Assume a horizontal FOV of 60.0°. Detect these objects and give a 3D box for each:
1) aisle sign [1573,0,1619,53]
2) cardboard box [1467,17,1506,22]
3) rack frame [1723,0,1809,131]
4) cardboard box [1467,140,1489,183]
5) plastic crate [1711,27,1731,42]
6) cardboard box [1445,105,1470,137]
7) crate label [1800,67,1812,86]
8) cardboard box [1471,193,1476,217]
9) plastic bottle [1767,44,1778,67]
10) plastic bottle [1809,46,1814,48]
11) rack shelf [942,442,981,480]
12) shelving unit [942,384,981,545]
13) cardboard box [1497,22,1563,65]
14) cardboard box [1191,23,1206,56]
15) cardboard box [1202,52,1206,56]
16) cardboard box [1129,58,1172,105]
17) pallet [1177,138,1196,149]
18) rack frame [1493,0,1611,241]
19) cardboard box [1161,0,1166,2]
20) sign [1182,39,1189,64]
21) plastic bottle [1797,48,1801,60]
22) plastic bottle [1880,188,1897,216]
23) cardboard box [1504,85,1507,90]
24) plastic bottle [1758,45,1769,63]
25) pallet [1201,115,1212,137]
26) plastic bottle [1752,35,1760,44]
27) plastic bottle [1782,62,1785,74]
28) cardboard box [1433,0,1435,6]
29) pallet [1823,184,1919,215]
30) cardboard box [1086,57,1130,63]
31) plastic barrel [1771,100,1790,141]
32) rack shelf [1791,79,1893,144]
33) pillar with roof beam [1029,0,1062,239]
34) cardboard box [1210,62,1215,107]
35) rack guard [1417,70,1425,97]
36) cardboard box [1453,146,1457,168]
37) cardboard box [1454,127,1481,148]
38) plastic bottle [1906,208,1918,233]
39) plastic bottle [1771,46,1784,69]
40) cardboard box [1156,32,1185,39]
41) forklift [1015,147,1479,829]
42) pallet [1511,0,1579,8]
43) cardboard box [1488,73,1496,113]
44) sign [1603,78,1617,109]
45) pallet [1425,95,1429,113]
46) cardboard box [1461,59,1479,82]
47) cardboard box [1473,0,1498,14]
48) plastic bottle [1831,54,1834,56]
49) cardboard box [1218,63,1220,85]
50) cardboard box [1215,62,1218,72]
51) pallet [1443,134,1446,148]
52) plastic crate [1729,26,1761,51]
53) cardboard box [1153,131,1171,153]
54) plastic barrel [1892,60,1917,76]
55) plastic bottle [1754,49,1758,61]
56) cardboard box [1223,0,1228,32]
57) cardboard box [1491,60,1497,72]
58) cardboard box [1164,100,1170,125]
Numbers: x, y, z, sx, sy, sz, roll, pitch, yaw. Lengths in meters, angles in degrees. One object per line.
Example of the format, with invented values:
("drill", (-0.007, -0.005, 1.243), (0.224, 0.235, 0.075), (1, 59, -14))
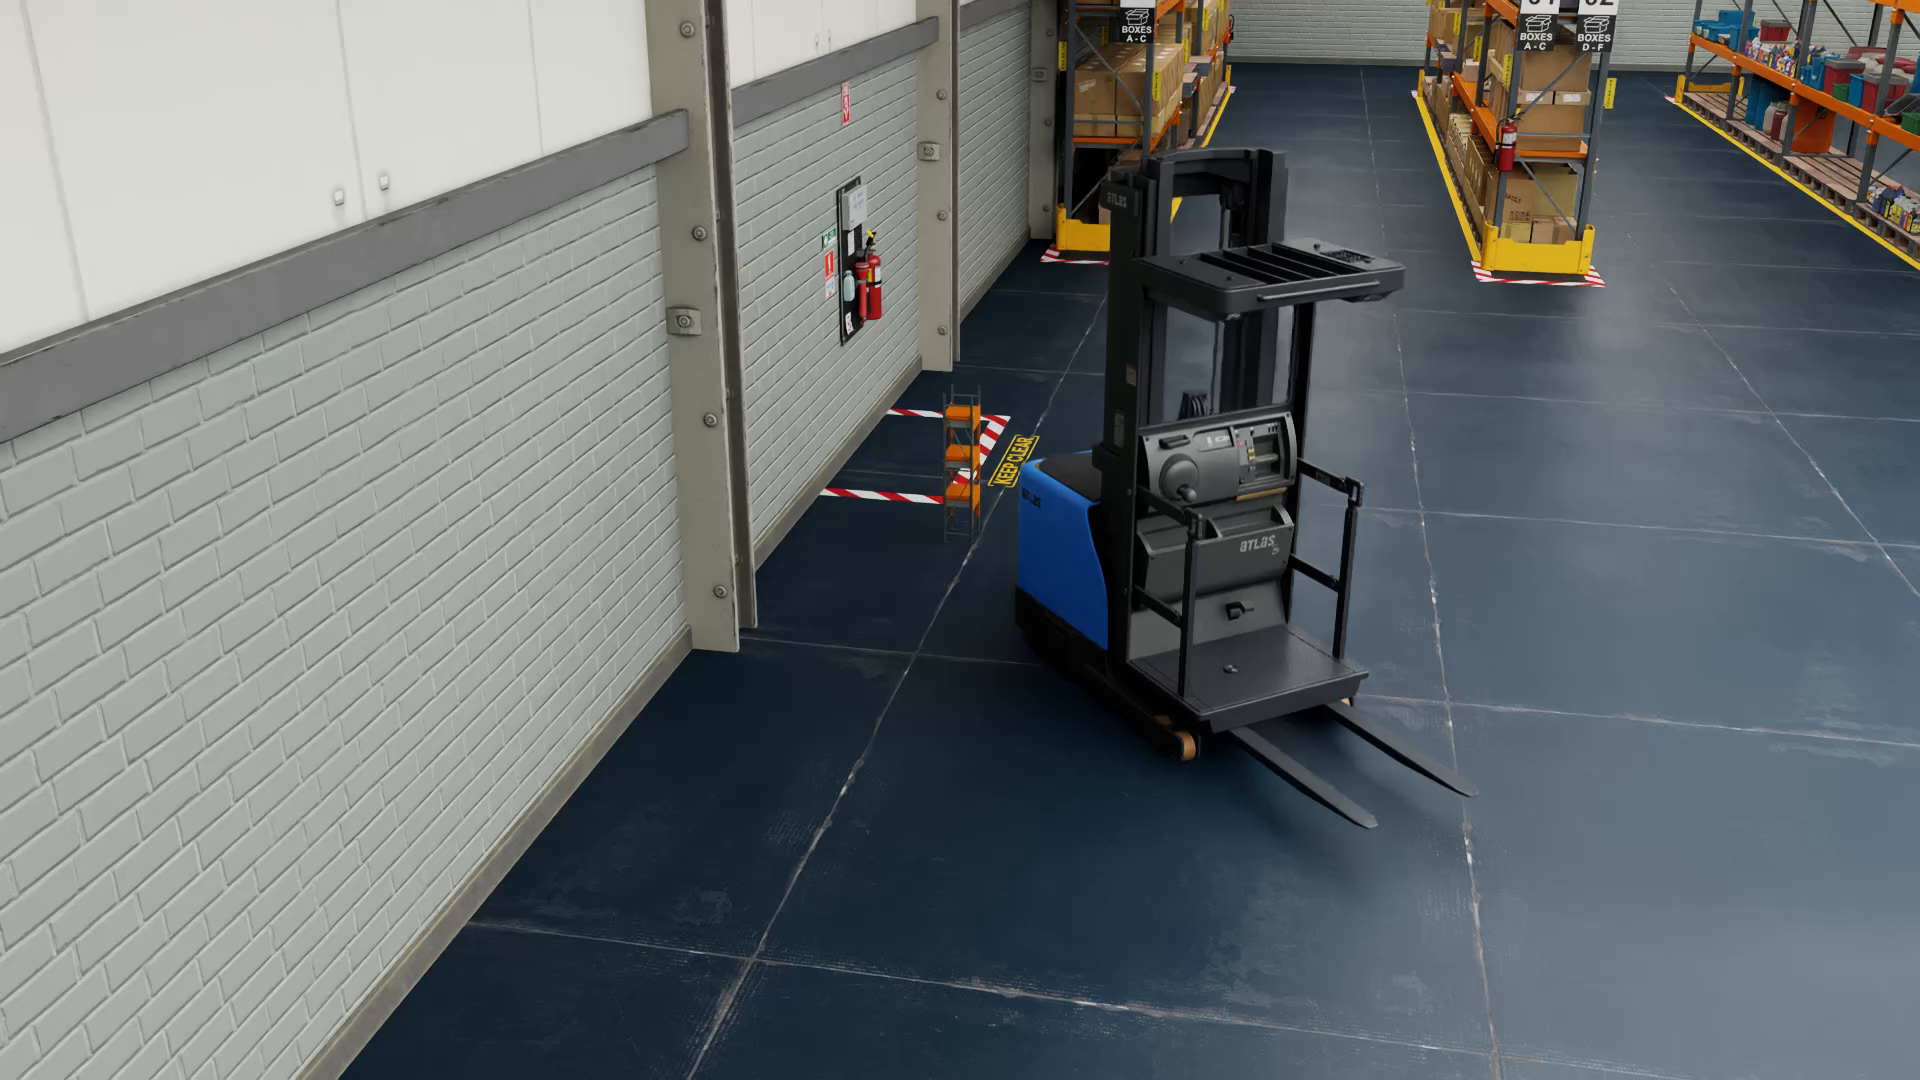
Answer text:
("aisle sign", (6.873, -5.667, 17.930), (0.394, 0.787, 0.004), (4, 22, 11))
("cardboard box", (8.611, -8.235, 27.089), (0.700, 0.500, 0.500), (9, 24, 21))
("rack frame", (13.883, -8.518, 28.490), (1.000, 3.000, 0.127), (4, 22, 11))
("cardboard box", (6.907, -4.910, 21.644), (0.500, 0.500, 0.500), (4, 22, 11))
("plastic crate", (13.997, -9.275, 30.512), (0.416, 0.233, 0.300), (4, 22, 11))
("cardboard box", (8.180, -6.839, 27.077), (0.500, 0.500, 0.500), (5, 23, 13))
("crate label", (12.614, -6.852, 24.577), (0.303, 0.233, 0.416), (4, 22, 11))
("cardboard box", (6.701, -4.196, 20.876), (0.500, 0.250, 0.500), (4, 22, 11))
("plastic bottle", (13.104, -7.803, 26.778), (0.144, 0.351, 0.185), (4, 22, 11))
("plastic bottle", (13.942, -7.974, 27.304), (0.152, 0.276, 0.135), (4, 22, 11))
("rack shelf", (0.011, -0.497, 11.210), (0.215, 0.259, 0.240), (4, 22, 11))
("shelving unit", (0.011, -0.507, 11.206), (0.215, 1.050, 0.252), (4, 22, 11))
("cardboard box", (7.216, -6.272, 21.042), (0.700, 0.500, 0.500), (4, 22, 11))
("cardboard box", (3.718, -8.163, 27.047), (0.500, 0.500, 0.500), (5, 22, 13))
("cardboard box", (3.860, -7.989, 27.483), (0.380, 0.149, 0.250), (5, 23, 13))
("cardboard box", (2.350, -5.693, 20.644), (0.500, 0.500, 0.500), (4, 22, 9))
("pallet", (3.208, -6.232, 26.544), (1.003, 0.211, 1.213), (4, 22, 11))
("rack frame", (6.586, -4.509, 18.534), (1.000, 3.000, 0.127), (4, 22, 11))
("cardboard box", (2.194, -6.629, 19.622), (0.500, 0.500, 0.500), (6, 23, 14))
("sign", (3.085, -6.711, 22.843), (0.100, 0.325, 0.005), (4, 22, 11))
("plastic bottle", (13.816, -7.975, 27.312), (0.097, 0.271, 0.097), (0, 22, 0))
("plastic bottle", (11.642, -4.235, 20.812), (0.144, 0.351, 0.185), (4, 22, 9))
("cardboard box", (6.741, -5.484, 19.953), (0.380, 0.149, 0.250), (5, 22, 12))
("plastic bottle", (13.227, -7.982, 27.324), (0.152, 0.276, 0.135), (4, 22, 11))
("pallet", (3.854, -7.245, 29.060), (1.003, 0.211, 1.213), (4, 22, 11))
("plastic bottle", (13.486, -8.377, 28.204), (0.144, 0.351, 0.185), (4, 22, 11))
("plastic bottle", (12.880, -7.376, 25.919), (0.097, 0.201, 0.097), (0, 22, 0))
("cardboard box", (9.403, -10.537, 32.028), (0.500, 0.500, 0.500), (5, 22, 11))
("pallet", (12.373, -4.589, 22.466), (1.003, 0.211, 1.213), (4, 22, 11))
("cardboard box", (1.838, -5.734, 20.746), (0.500, 0.500, 0.500), (4, 22, 9))
("plastic barrel", (13.381, -6.725, 26.702), (0.600, 0.588, 0.708), (4, 22, 11))
("rack shelf", (12.659, -5.990, 23.176), (1.077, 0.370, 4.000), (4, 22, 11))
("pillar with roof beam", (5.247, -7.662, 18.332), (9.100, 9.000, 0.400), (4, 22, 11))
("cardboard box", (4.179, -8.224, 30.073), (0.750, 0.750, 0.750), (5, 22, 12))
("rack guard", (9.836, -9.173, 33.461), (1.175, 0.500, 0.348), (4, 22, 11))
("cardboard box", (7.518, -5.623, 24.418), (0.500, 0.250, 0.500), (5, 22, 12))
("cardboard box", (7.515, -5.878, 24.300), (0.500, 0.311, 0.500), (4, 22, 10))
("plastic bottle", (11.386, -3.823, 19.878), (0.061, 0.283, 0.133), (5, 22, 12))
("plastic bottle", (13.039, -7.686, 26.489), (0.144, 0.351, 0.185), (4, 22, 11))
("cardboard box", (2.914, -7.229, 24.565), (0.700, 0.500, 0.500), (8, 23, 18))
("forklift", (1.450, -0.408, 8.444), (1.130, 2.935, 3.031), (-11, 24, -25))
("pallet", (6.756, -6.116, 18.627), (1.003, 0.211, 1.213), (4, 22, 11))
("cardboard box", (7.318, -5.855, 21.743), (0.700, 0.500, 0.500), (4, 22, 10))
("sign", (7.129, -4.903, 18.247), (0.100, 0.325, 0.005), (4, 22, 11))
("pallet", (9.423, -8.302, 31.686), (1.003, 0.211, 1.213), (4, 22, 11))
("cardboard box", (7.847, -7.081, 25.039), (0.500, 0.311, 0.500), (4, 22, 10))
("cardboard box", (9.407, -9.558, 29.600), (0.500, 0.500, 0.500), (5, 22, 12))
("plastic bottle", (13.711, -7.508, 26.152), (0.097, 0.271, 0.097), (0, 22, 0))
("cardboard box", (4.752, -9.141, 32.820), (0.700, 0.500, 0.500), (4, 22, 9))
("cardboard box", (4.686, -8.987, 31.568), (0.380, 0.149, 0.250), (5, 23, 13))
("pallet", (8.408, -6.411, 26.990), (1.003, 0.211, 1.213), (4, 22, 11))
("plastic crate", (13.645, -8.736, 28.970), (0.392, 0.384, 0.575), (4, 22, 11))
("cardboard box", (2.686, -5.663, 24.156), (0.700, 0.500, 0.500), (5, 23, 13))
("plastic barrel", (12.811, -6.257, 22.693), (0.433, 0.535, 0.433), (0, 22, 0))
("plastic bottle", (13.271, -8.076, 27.658), (0.097, 0.201, 0.097), (0, 22, 0))
("cardboard box", (4.769, -10.422, 32.813), (0.980, 0.700, 0.700), (4, 22, 10))
("cardboard box", (7.107, -6.144, 21.591), (0.380, 0.149, 0.250), (5, 22, 12))
("cardboard box", (2.348, -5.356, 20.811), (0.500, 0.250, 0.500), (4, 22, 10))
